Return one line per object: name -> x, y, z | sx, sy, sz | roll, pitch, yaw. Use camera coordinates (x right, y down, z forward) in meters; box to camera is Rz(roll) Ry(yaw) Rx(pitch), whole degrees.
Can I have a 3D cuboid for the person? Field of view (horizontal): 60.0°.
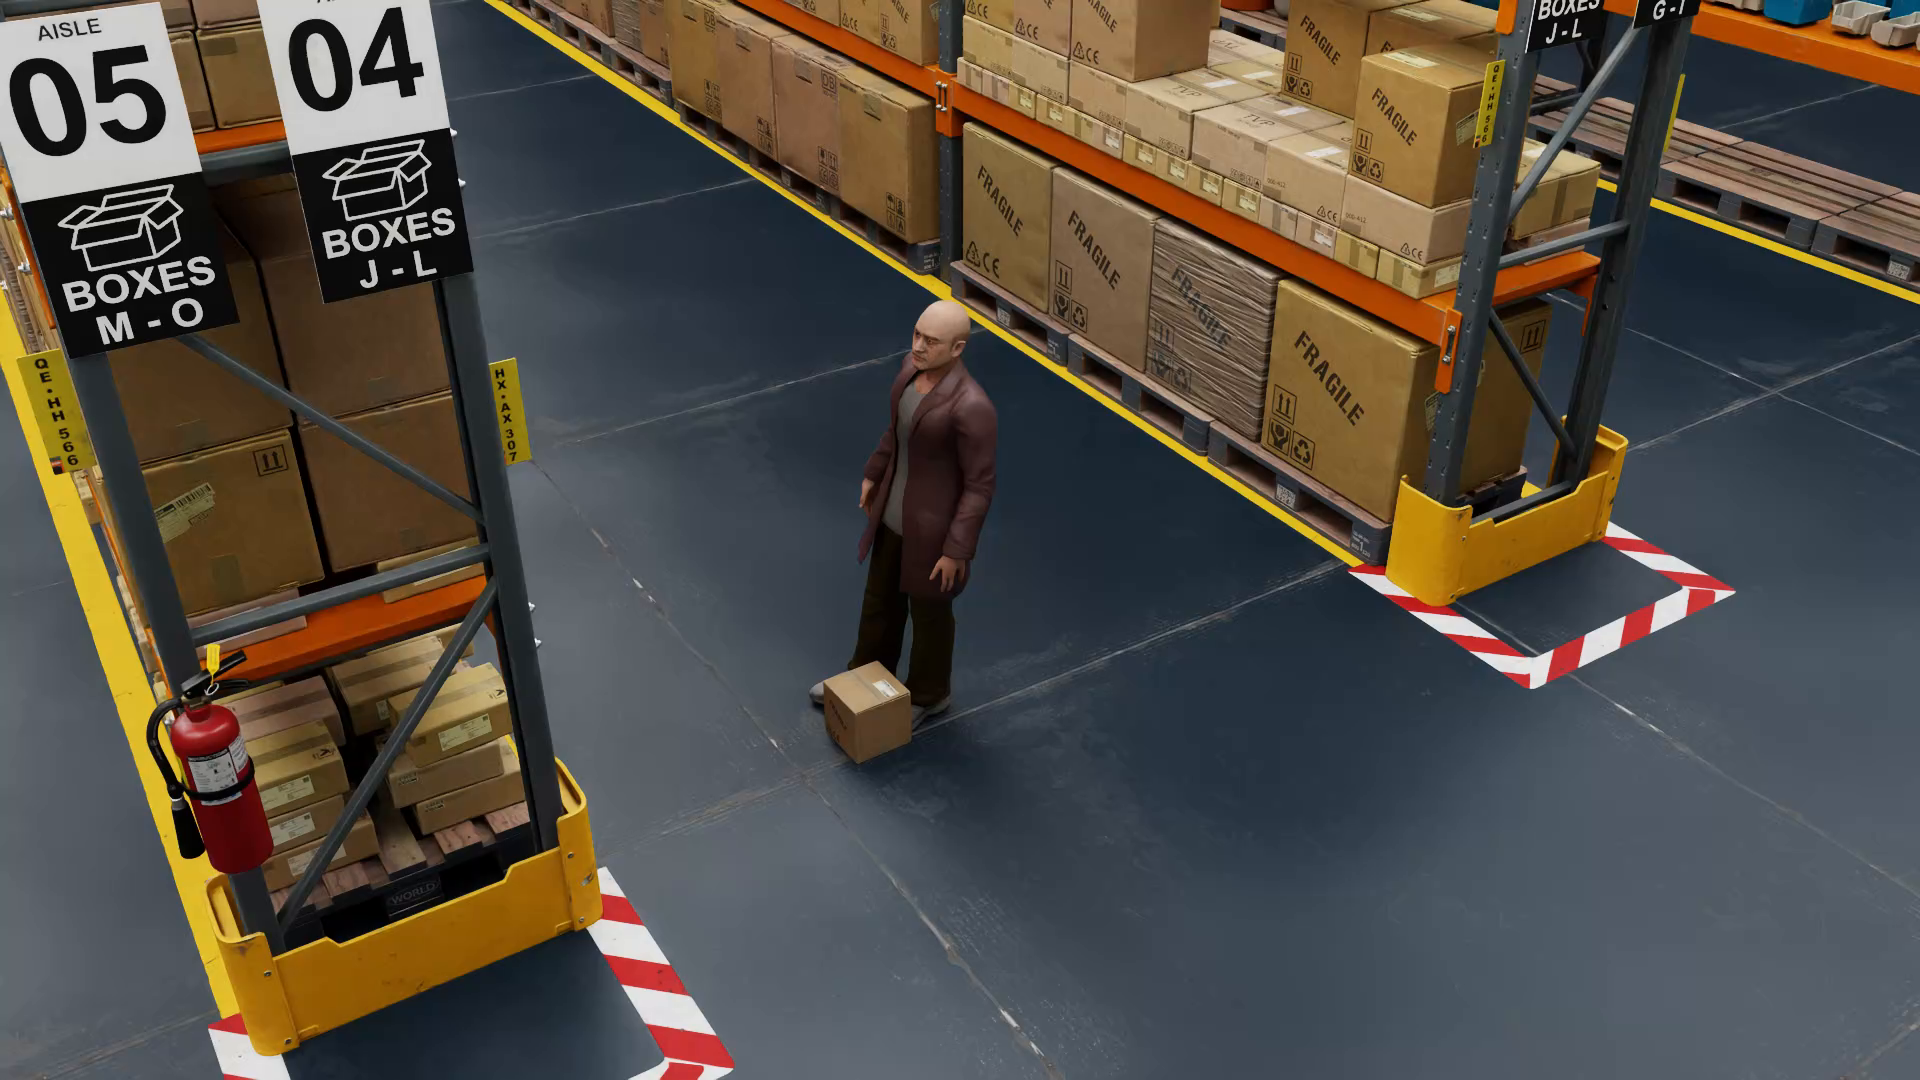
person -> -0.215, -0.047, 6.209 | 0.581, 1.776, 0.697 | -19, 37, -27
